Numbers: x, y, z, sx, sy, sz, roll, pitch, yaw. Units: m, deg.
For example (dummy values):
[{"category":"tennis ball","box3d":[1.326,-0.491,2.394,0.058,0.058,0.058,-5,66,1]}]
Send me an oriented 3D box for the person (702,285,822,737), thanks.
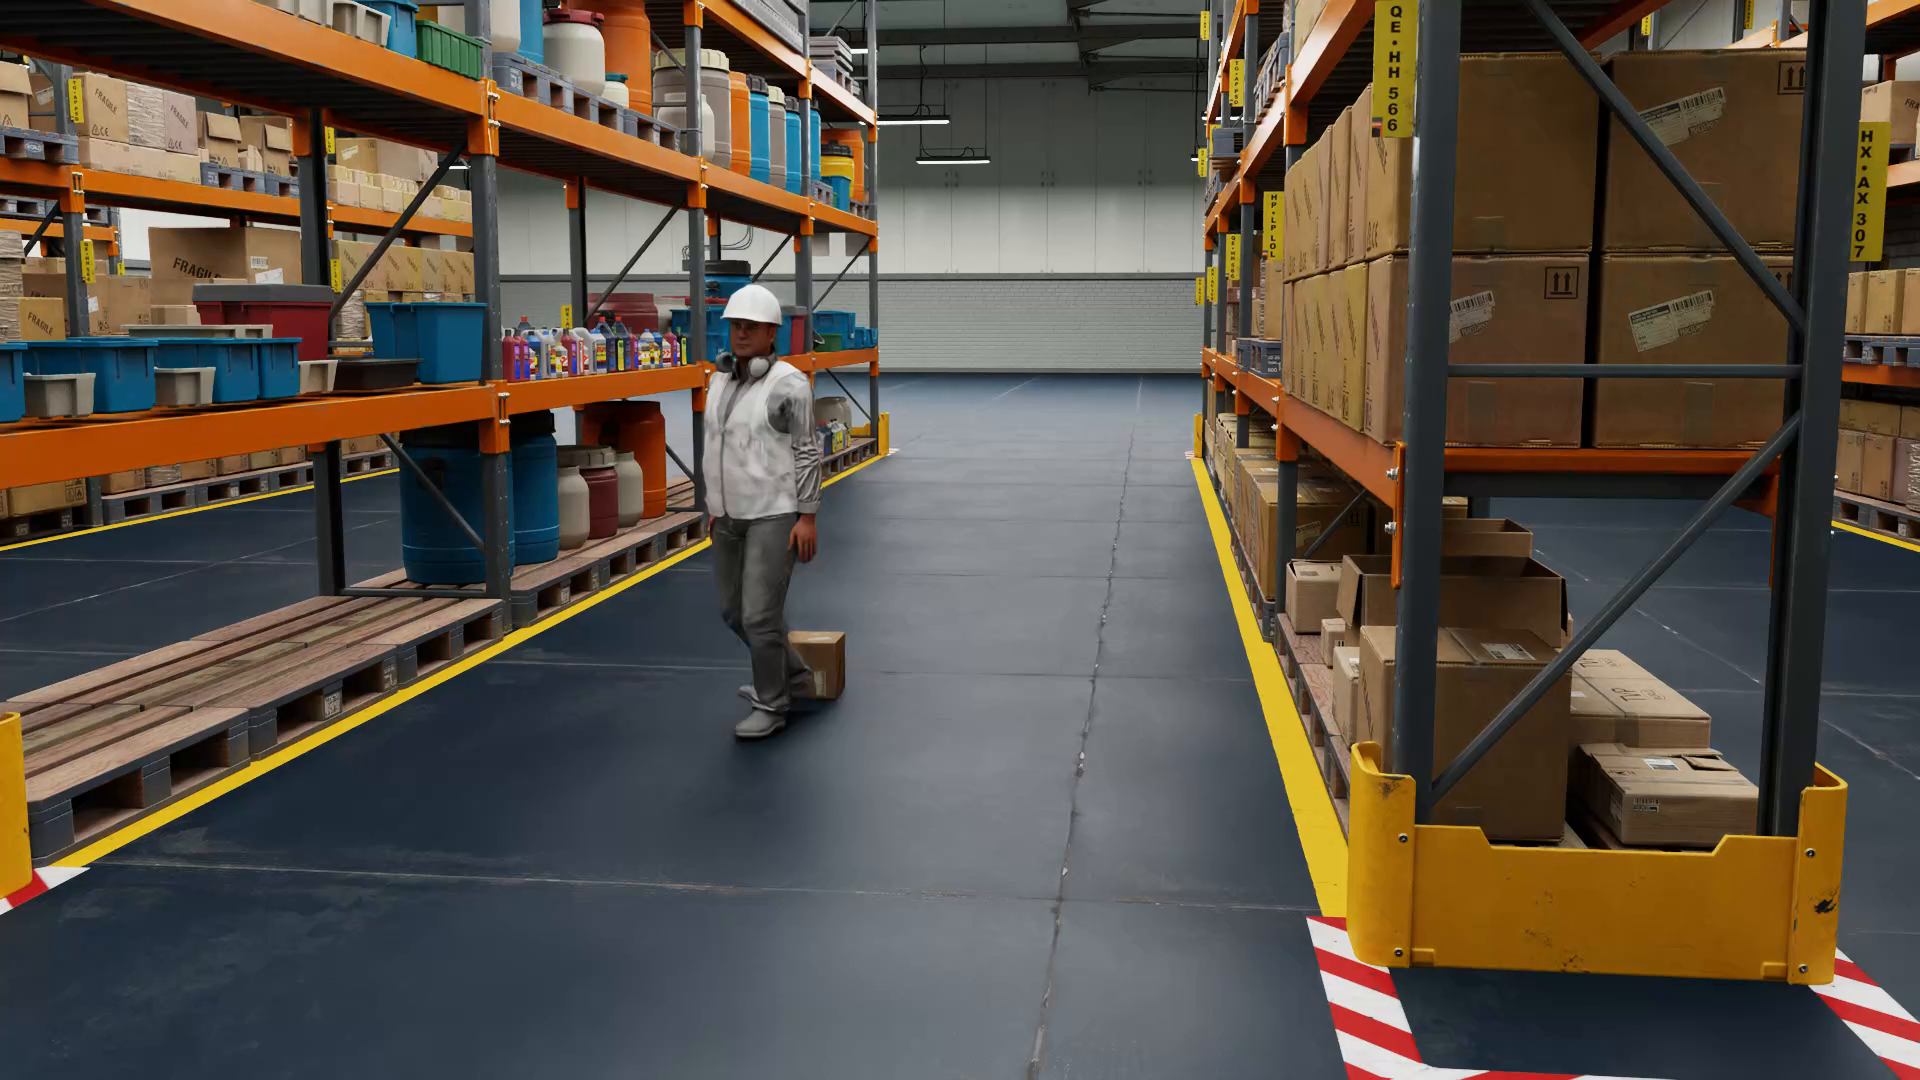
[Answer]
[{"category":"person","box3d":[-0.757,-0.121,6.604,0.581,1.762,0.570,6,10,40]}]
